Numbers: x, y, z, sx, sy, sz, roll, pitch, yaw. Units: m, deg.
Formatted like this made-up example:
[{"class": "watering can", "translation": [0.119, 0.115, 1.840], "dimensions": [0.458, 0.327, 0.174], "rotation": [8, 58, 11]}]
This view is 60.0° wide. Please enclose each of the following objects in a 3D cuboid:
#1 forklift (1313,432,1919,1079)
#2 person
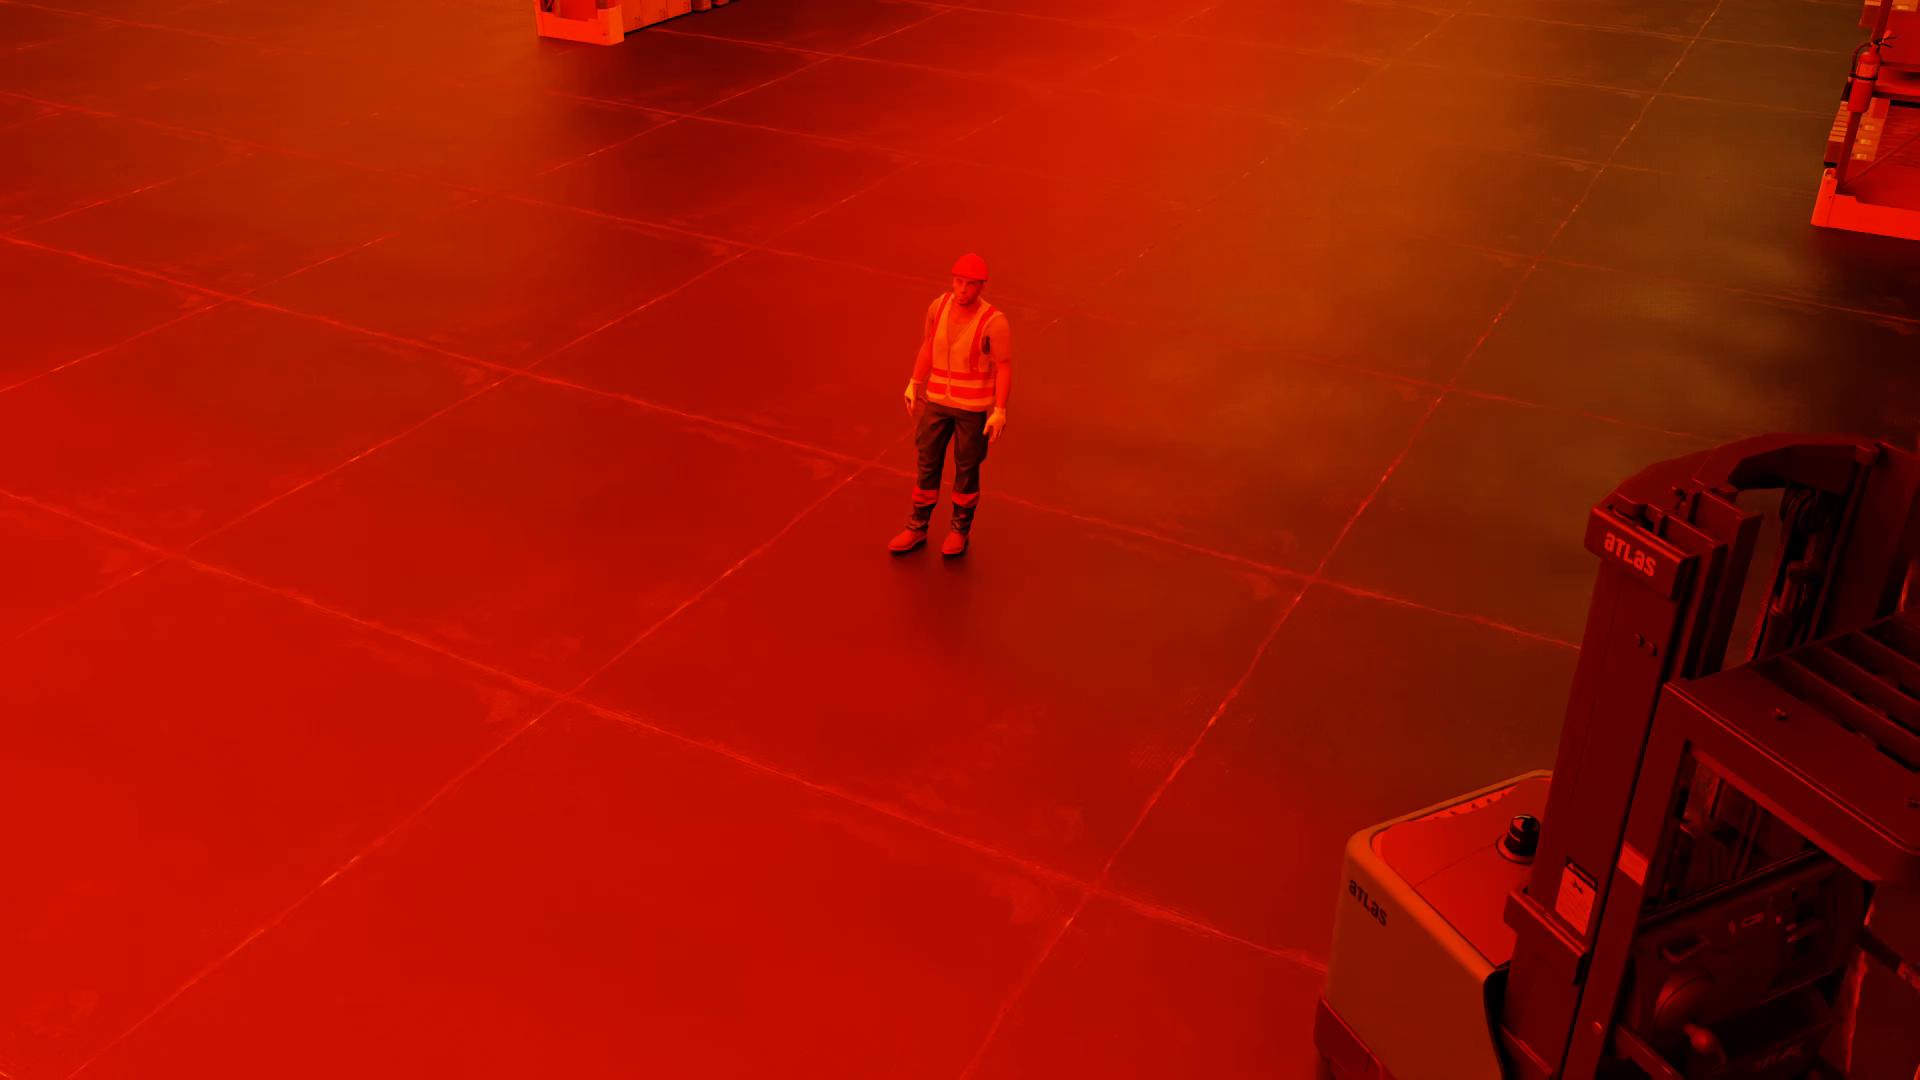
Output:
[{"class": "forklift", "translation": [2.467, 1.288, 4.839], "dimensions": [1.130, 2.935, 3.031], "rotation": [-13, 33, -22]}, {"class": "person", "translation": [-0.050, -0.749, 9.496], "dimensions": [0.637, 1.790, 0.562], "rotation": [15, 33, 25]}]
